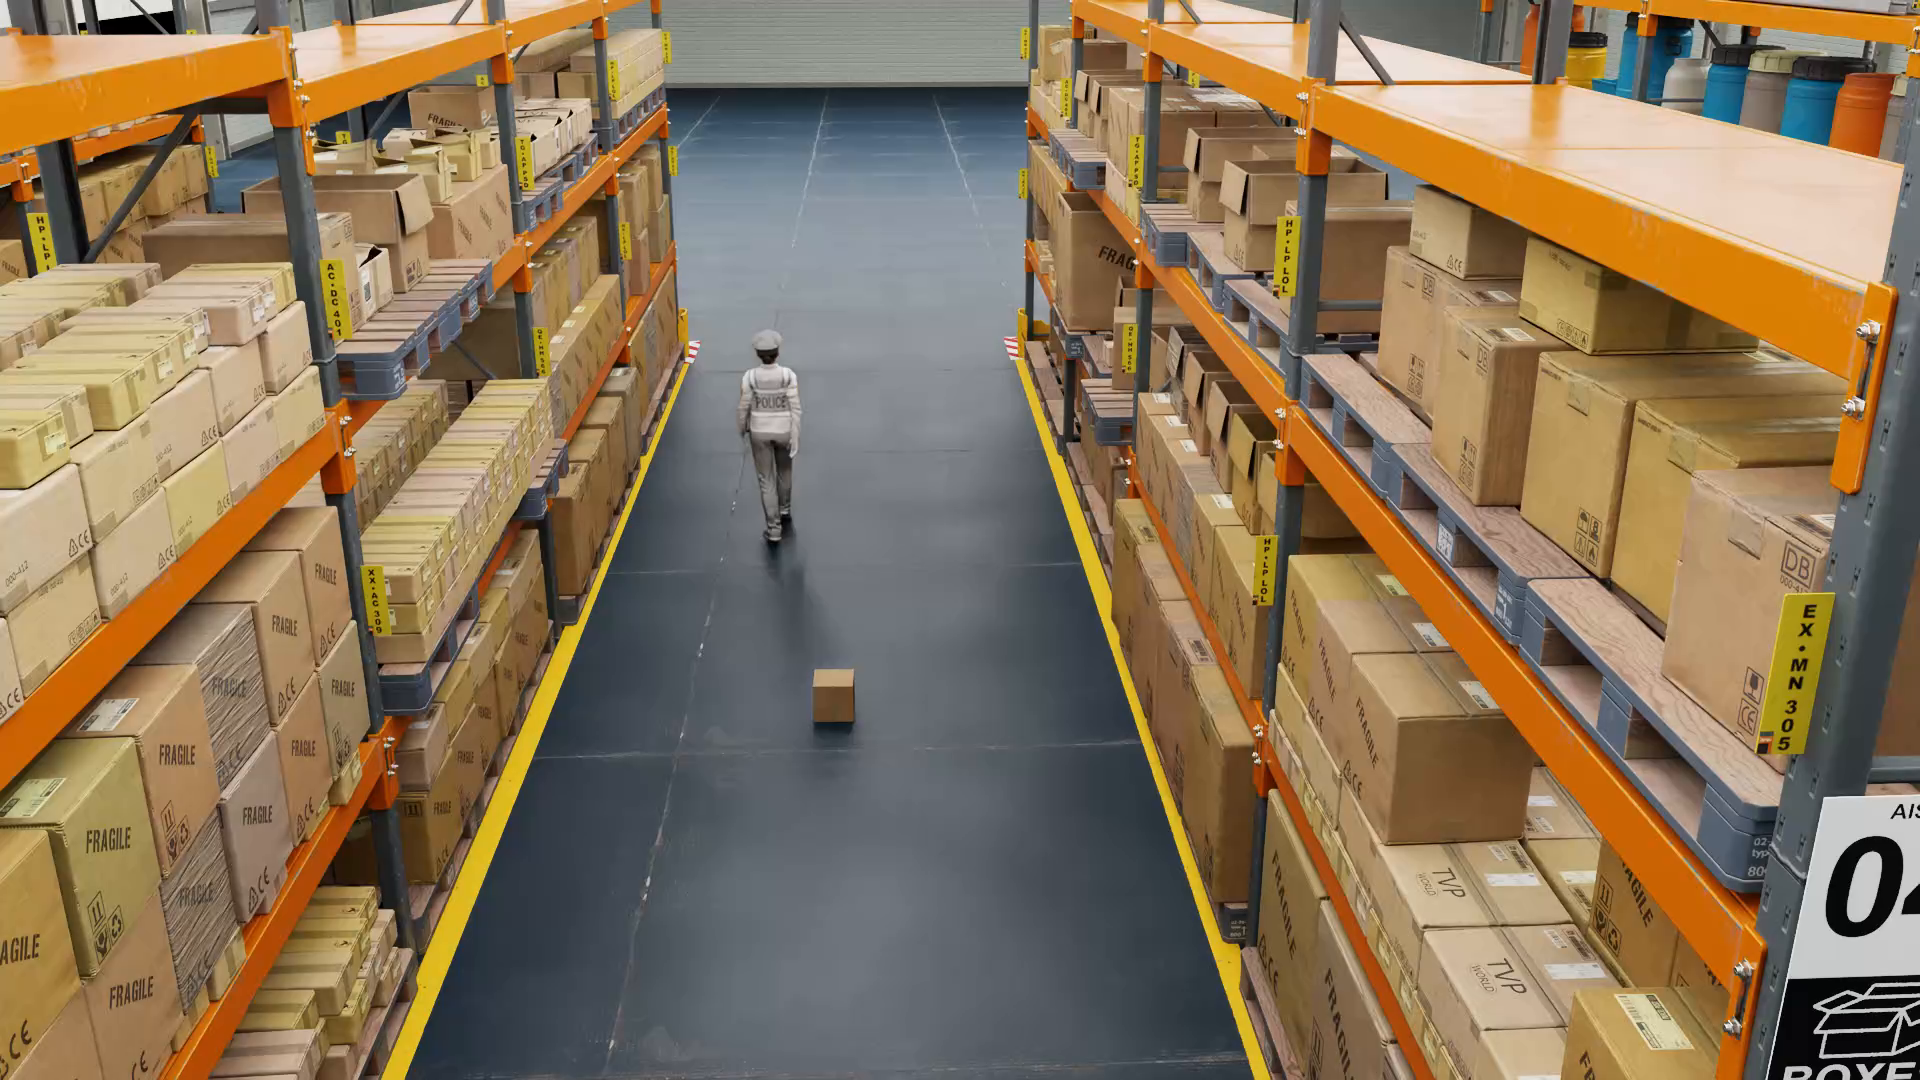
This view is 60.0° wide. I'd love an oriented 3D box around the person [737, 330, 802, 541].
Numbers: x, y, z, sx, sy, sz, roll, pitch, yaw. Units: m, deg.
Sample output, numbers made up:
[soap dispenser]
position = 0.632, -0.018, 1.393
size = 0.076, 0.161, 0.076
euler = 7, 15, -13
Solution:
[person]
position = -1.542, -0.878, 13.369
size = 0.496, 1.675, 0.849
euler = -5, 21, -13
